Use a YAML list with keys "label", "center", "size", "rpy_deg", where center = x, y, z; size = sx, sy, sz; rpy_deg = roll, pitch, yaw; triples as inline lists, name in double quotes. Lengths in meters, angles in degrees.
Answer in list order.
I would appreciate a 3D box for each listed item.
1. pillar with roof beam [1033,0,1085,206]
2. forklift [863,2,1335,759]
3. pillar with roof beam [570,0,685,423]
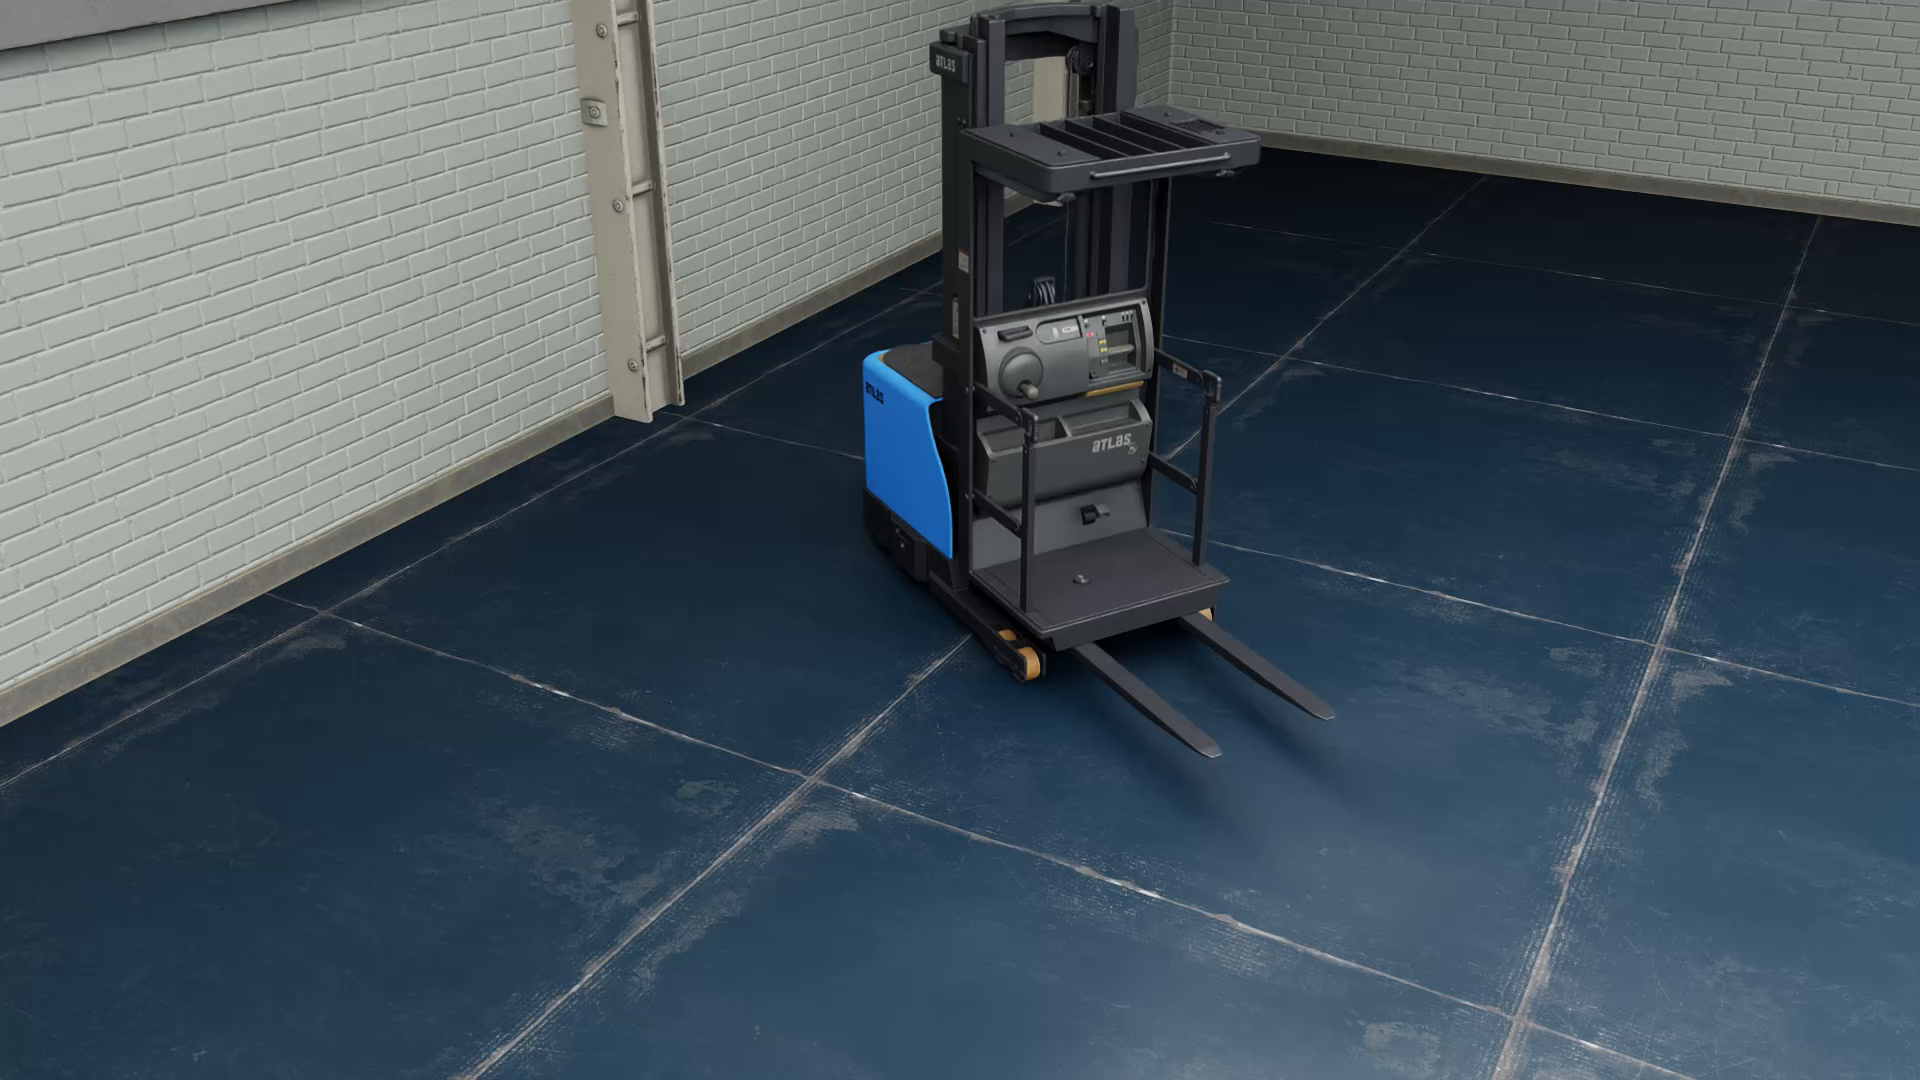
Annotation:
- label: "pillar with roof beam"
  center: [4.642, -6.282, 11.746]
  size: [9.100, 9.000, 0.400]
  rpy_deg: [14, 30, 26]
- label: "forklift"
  center: [0.615, -0.868, 7.709]
  size: [1.130, 2.935, 3.031]
  rpy_deg: [-14, 30, -25]
- label: "pillar with roof beam"
  center: [1.691, -3.943, 7.075]
  size: [9.100, 9.000, 0.400]
  rpy_deg: [14, 30, 26]
